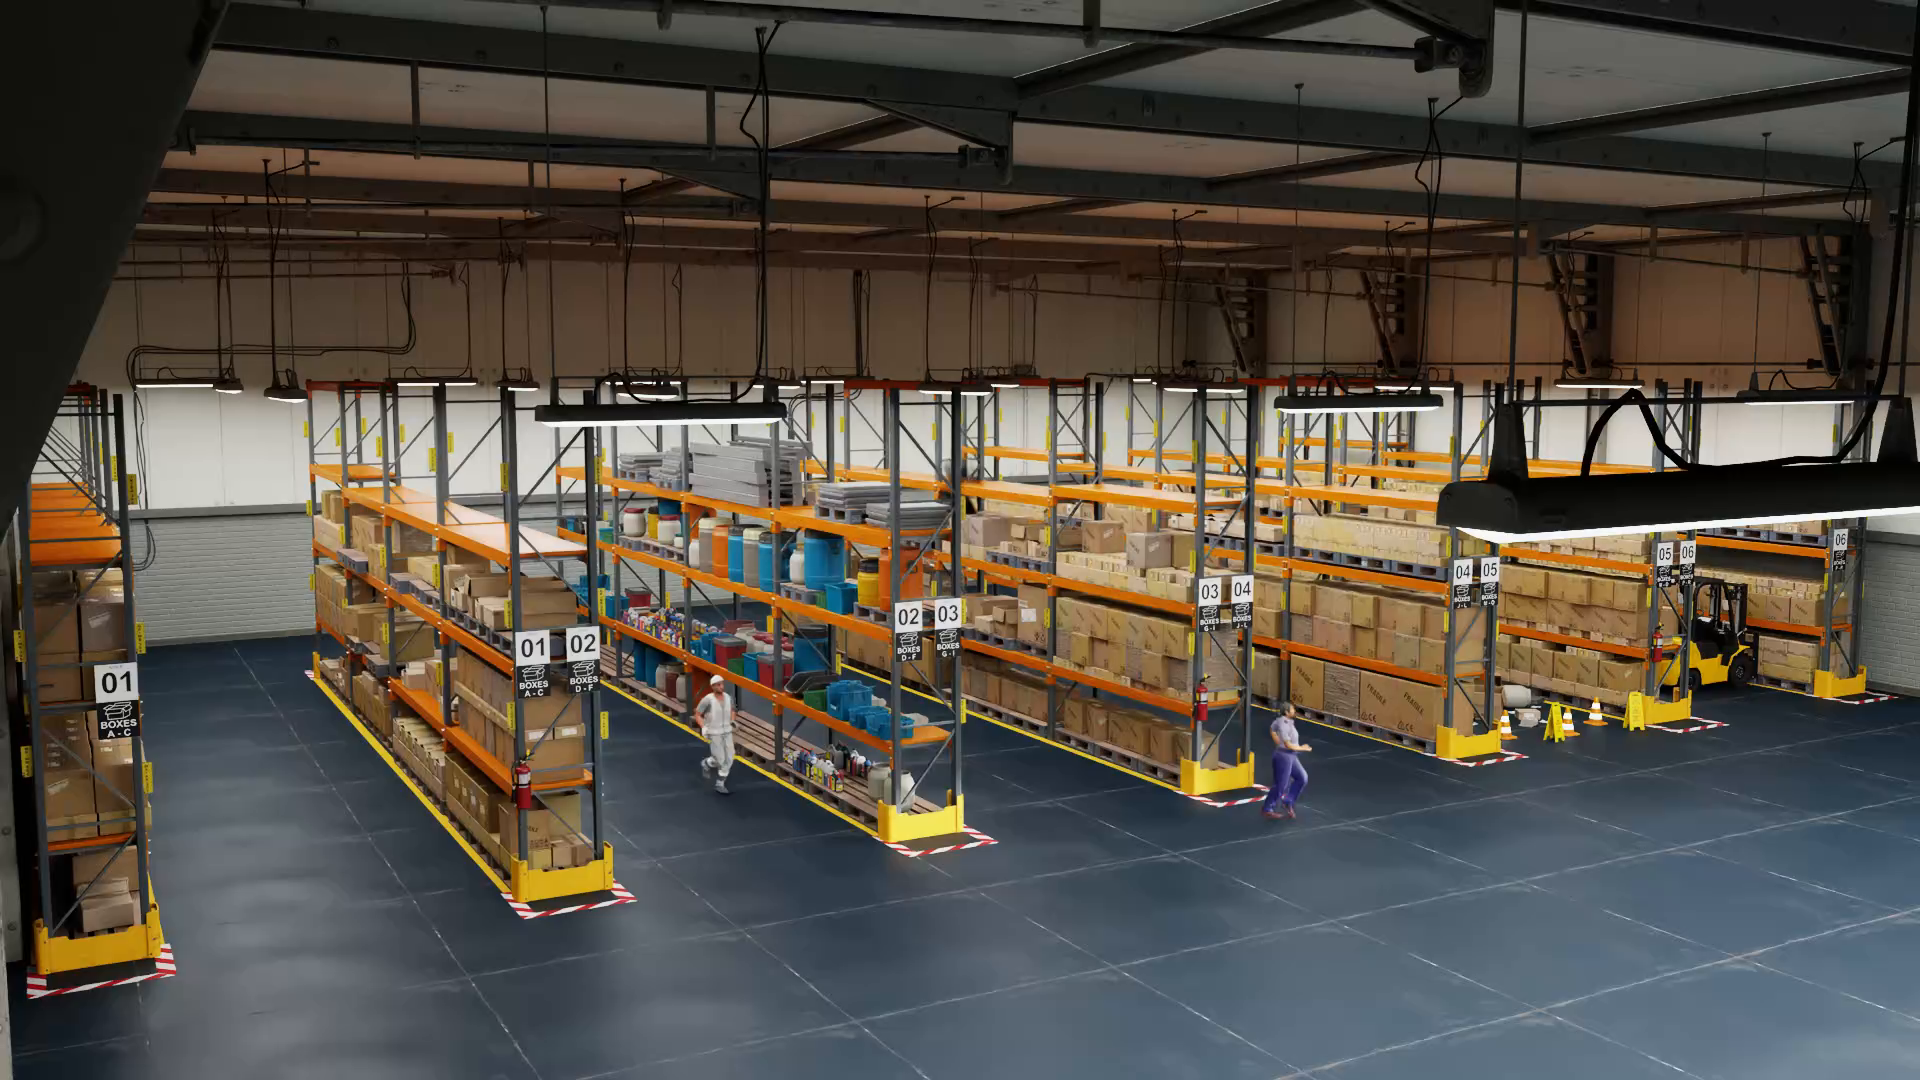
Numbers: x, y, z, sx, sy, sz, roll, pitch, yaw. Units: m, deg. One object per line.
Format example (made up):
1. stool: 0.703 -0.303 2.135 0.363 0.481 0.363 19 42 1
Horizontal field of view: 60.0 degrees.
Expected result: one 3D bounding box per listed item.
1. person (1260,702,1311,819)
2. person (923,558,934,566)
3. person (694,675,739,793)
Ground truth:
1. person: 4.546 3.115 23.126 0.678 1.574 0.623 2 6 16
2. person: -0.831 1.144 41.146 0.673 1.683 0.642 5 8 40
3. person: -3.581 2.859 24.611 0.657 1.743 0.605 -5 8 -39
